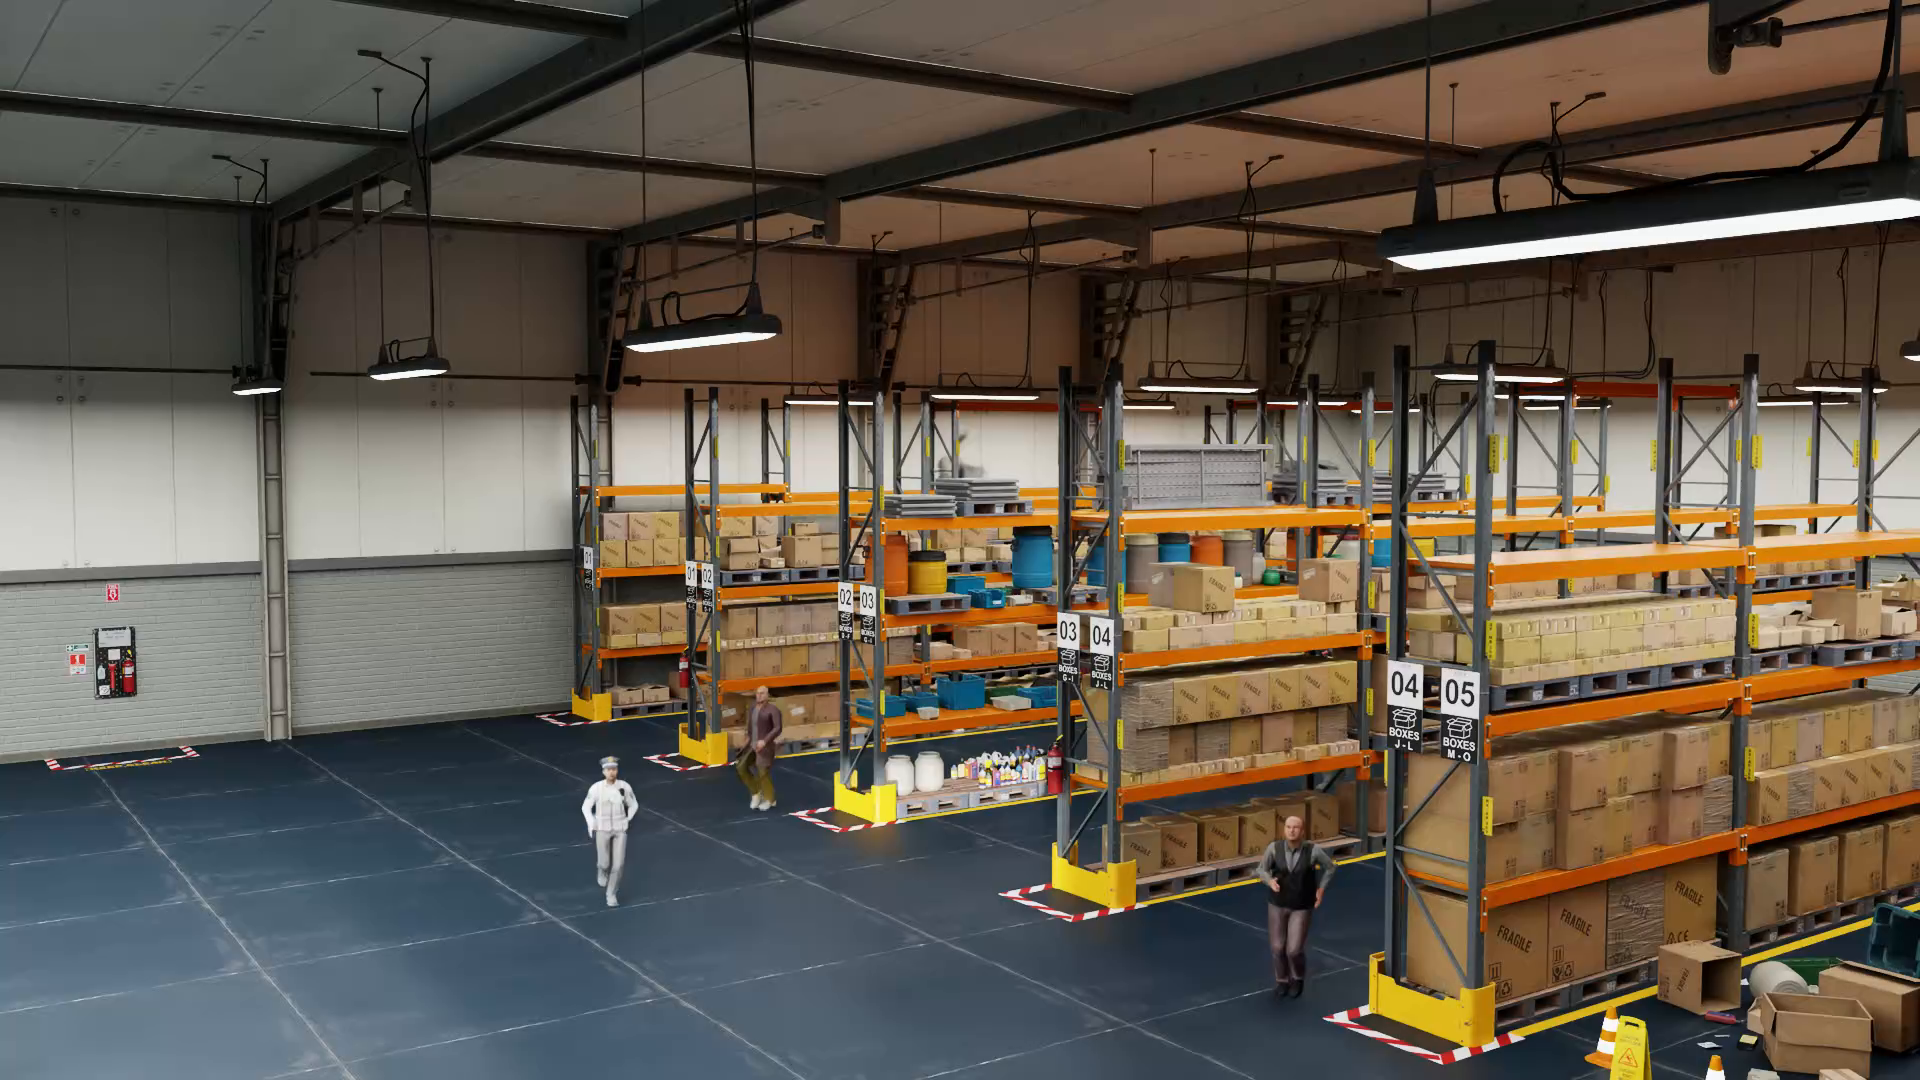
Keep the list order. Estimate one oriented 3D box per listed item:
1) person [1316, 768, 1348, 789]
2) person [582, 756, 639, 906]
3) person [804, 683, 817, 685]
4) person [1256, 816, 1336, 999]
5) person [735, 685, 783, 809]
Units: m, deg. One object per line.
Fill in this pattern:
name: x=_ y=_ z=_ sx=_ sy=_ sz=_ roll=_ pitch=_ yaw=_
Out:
person: x=5.552 y=2.812 z=24.739 sx=0.612 sy=1.763 sz=0.658 roll=-3 pitch=4 yaw=-37
person: x=-3.897 y=3.229 z=18.578 sx=0.615 sy=1.652 sz=0.555 roll=-1 pitch=4 yaw=-17
person: x=-2.735 y=2.529 z=30.272 sx=0.556 sy=1.620 sz=0.606 roll=-3 pitch=5 yaw=-45
person: x=3.056 y=3.401 z=15.307 sx=0.695 sy=1.701 sz=0.614 roll=2 pitch=4 yaw=26
person: x=-2.797 y=2.892 z=23.194 sx=0.731 sy=1.743 sz=0.632 roll=3 pitch=4 yaw=37
